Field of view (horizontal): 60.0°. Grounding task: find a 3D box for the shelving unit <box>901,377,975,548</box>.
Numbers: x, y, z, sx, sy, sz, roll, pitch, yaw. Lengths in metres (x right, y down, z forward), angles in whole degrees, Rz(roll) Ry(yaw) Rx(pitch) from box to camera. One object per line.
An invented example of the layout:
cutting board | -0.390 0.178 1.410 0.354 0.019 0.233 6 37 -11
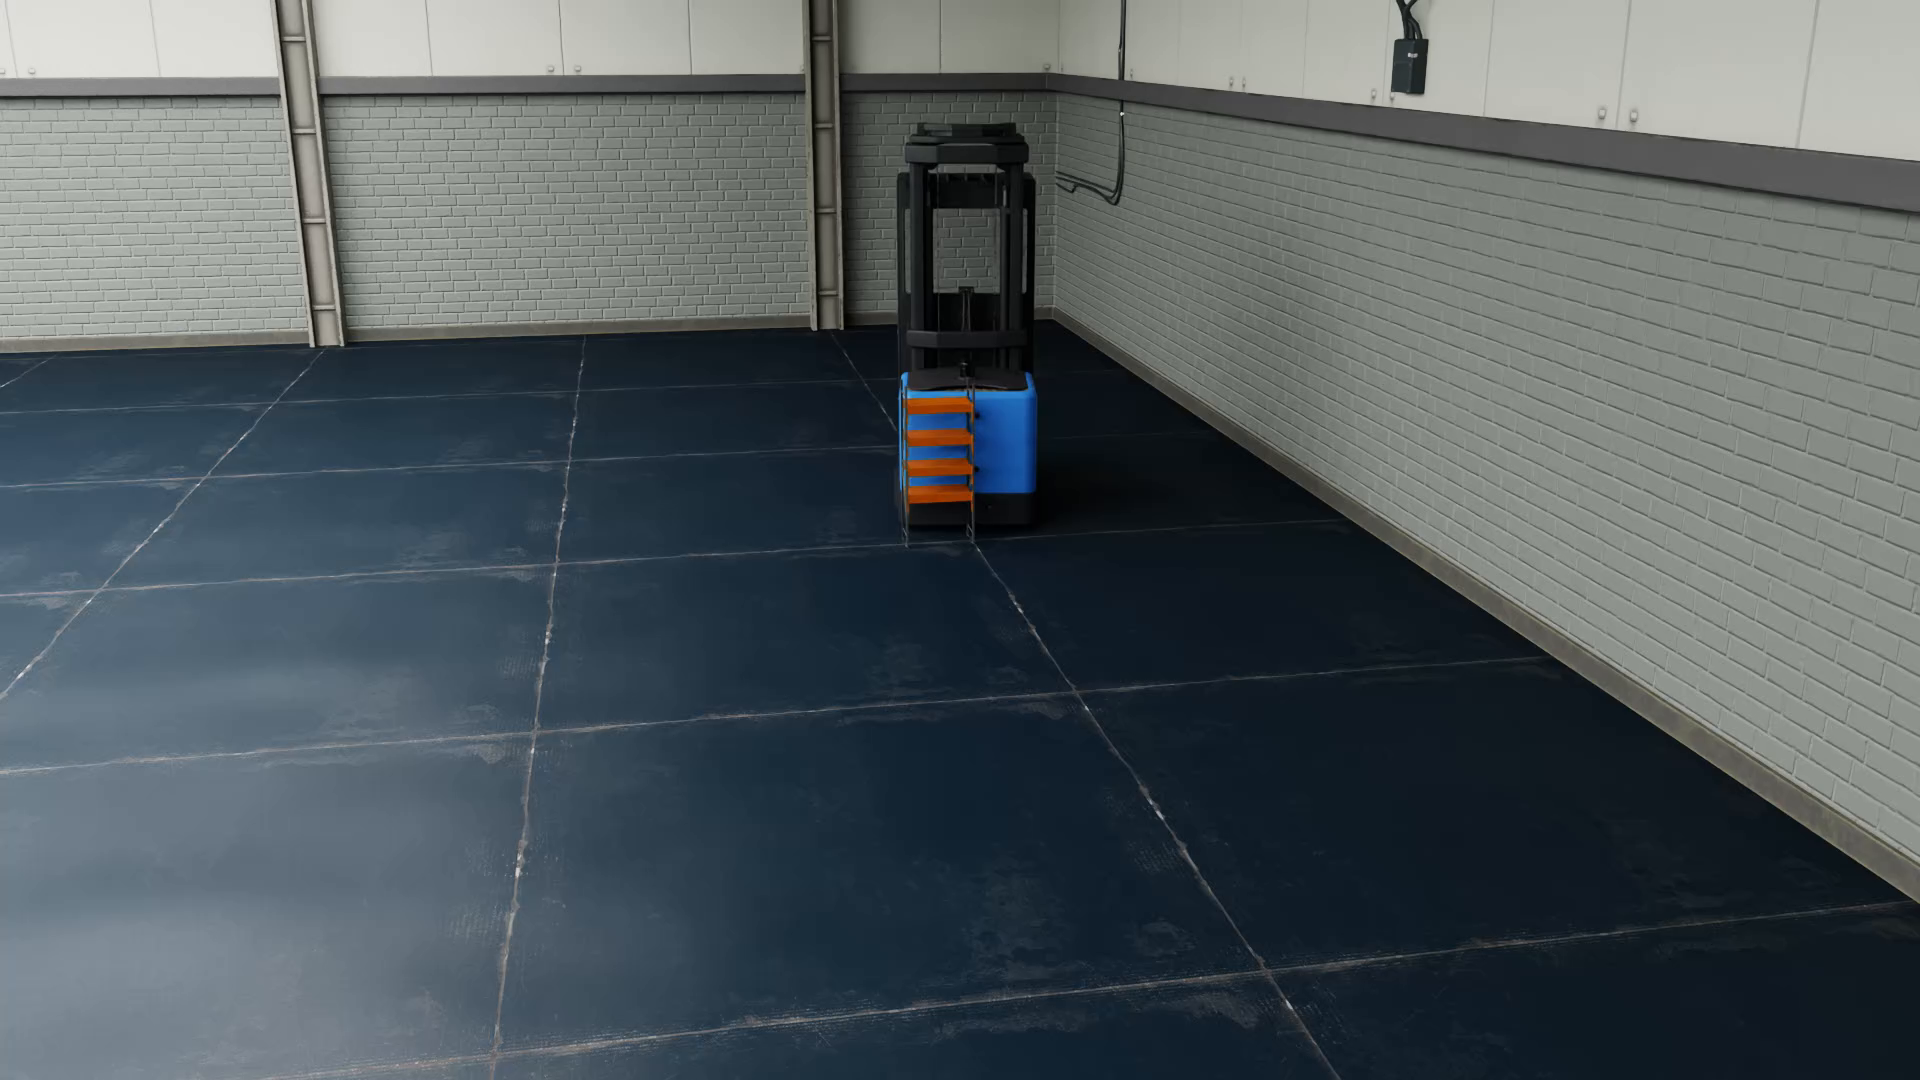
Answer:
shelving unit | -0.162 -0.563 12.100 0.503 1.200 0.258 -3 17 -9

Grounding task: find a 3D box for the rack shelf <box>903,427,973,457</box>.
rack shelf | -0.162 -0.712 12.054 0.480 0.148 0.258 -3 17 -9

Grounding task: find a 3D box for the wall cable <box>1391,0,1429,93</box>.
wall cable | 3.249 -5.657 9.612 0.169 6.003 2.305 -3 17 -10

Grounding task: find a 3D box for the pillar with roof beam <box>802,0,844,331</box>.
pillar with roof beam | -0.863 -5.745 15.691 0.400 9.000 9.100 -3 17 -10

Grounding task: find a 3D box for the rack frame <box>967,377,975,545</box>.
rack frame | 0.079 -0.574 12.138 0.015 1.200 0.240 -3 17 -9

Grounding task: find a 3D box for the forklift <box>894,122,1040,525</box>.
forklift | 0.043 -1.890 13.472 1.130 2.935 3.031 0 17 -1

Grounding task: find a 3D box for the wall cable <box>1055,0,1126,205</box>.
wall cable | 1.464 -5.285 19.481 0.112 2.526 3.097 -3 17 -10

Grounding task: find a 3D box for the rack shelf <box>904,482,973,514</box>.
rack shelf | -0.162 -0.308 12.178 0.480 0.148 0.258 -3 17 -9

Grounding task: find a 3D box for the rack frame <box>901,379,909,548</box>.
rack frame | -0.402 -0.551 12.061 0.015 1.200 0.240 -3 17 -9

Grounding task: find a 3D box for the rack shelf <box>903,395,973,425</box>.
rack shelf | -0.162 -0.938 11.984 0.480 0.148 0.258 -3 17 -9

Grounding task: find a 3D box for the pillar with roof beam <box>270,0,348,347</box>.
pillar with roof beam | -6.754 -5.411 14.603 0.400 9.000 9.100 -3 17 -10

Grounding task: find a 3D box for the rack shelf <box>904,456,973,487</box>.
rack shelf | -0.162 -0.498 12.119 0.480 0.148 0.258 -3 17 -9
